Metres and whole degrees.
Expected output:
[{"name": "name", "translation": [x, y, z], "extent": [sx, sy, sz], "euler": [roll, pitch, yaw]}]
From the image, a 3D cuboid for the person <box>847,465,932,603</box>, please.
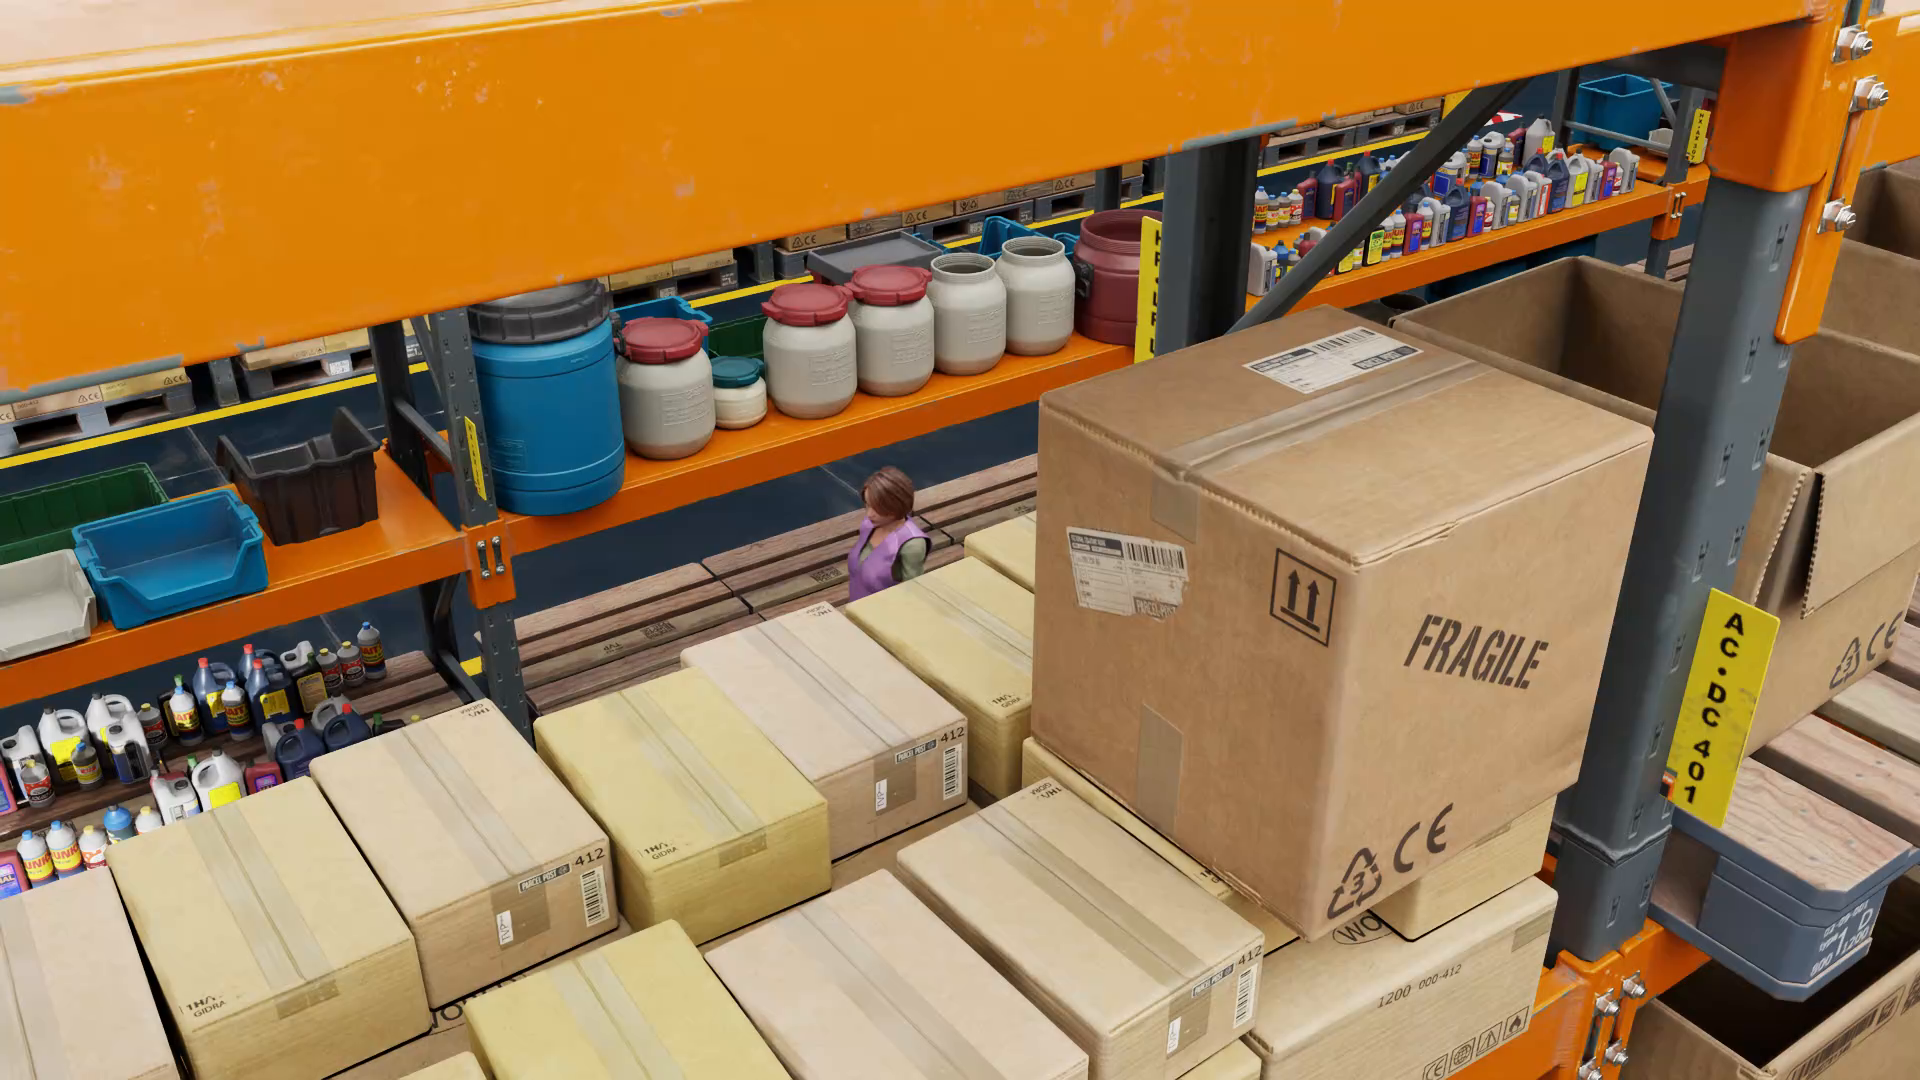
[{"name": "person", "translation": [-0.285, 0.424, 6.889], "extent": [0.304, 1.582, 0.407], "euler": [-18, 34, -29]}]
